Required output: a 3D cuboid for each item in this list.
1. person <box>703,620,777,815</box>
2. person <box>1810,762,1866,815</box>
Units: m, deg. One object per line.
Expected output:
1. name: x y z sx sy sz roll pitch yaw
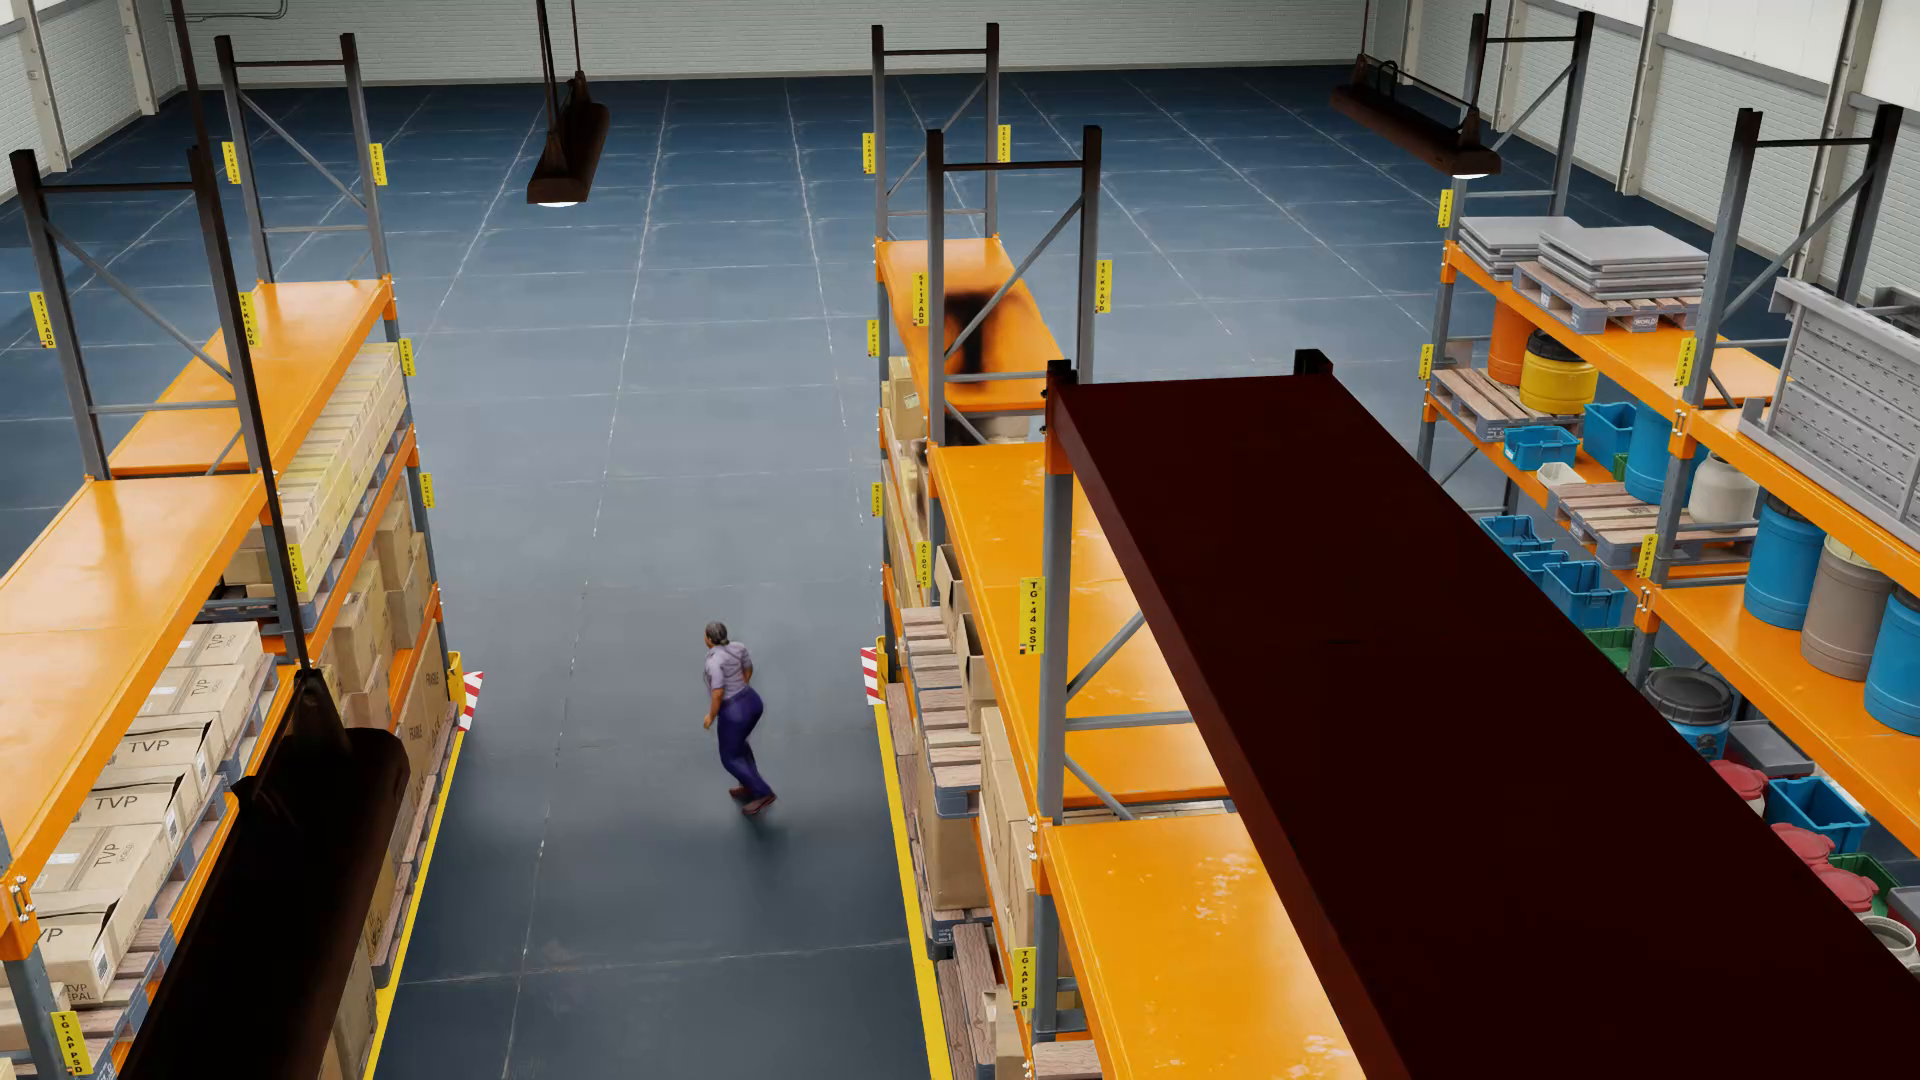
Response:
1. person: -1.782 1.446 13.681 0.734 1.589 0.610 12 28 24
2. person: 6.606 1.957 12.696 0.637 1.492 0.783 -11 28 -21
